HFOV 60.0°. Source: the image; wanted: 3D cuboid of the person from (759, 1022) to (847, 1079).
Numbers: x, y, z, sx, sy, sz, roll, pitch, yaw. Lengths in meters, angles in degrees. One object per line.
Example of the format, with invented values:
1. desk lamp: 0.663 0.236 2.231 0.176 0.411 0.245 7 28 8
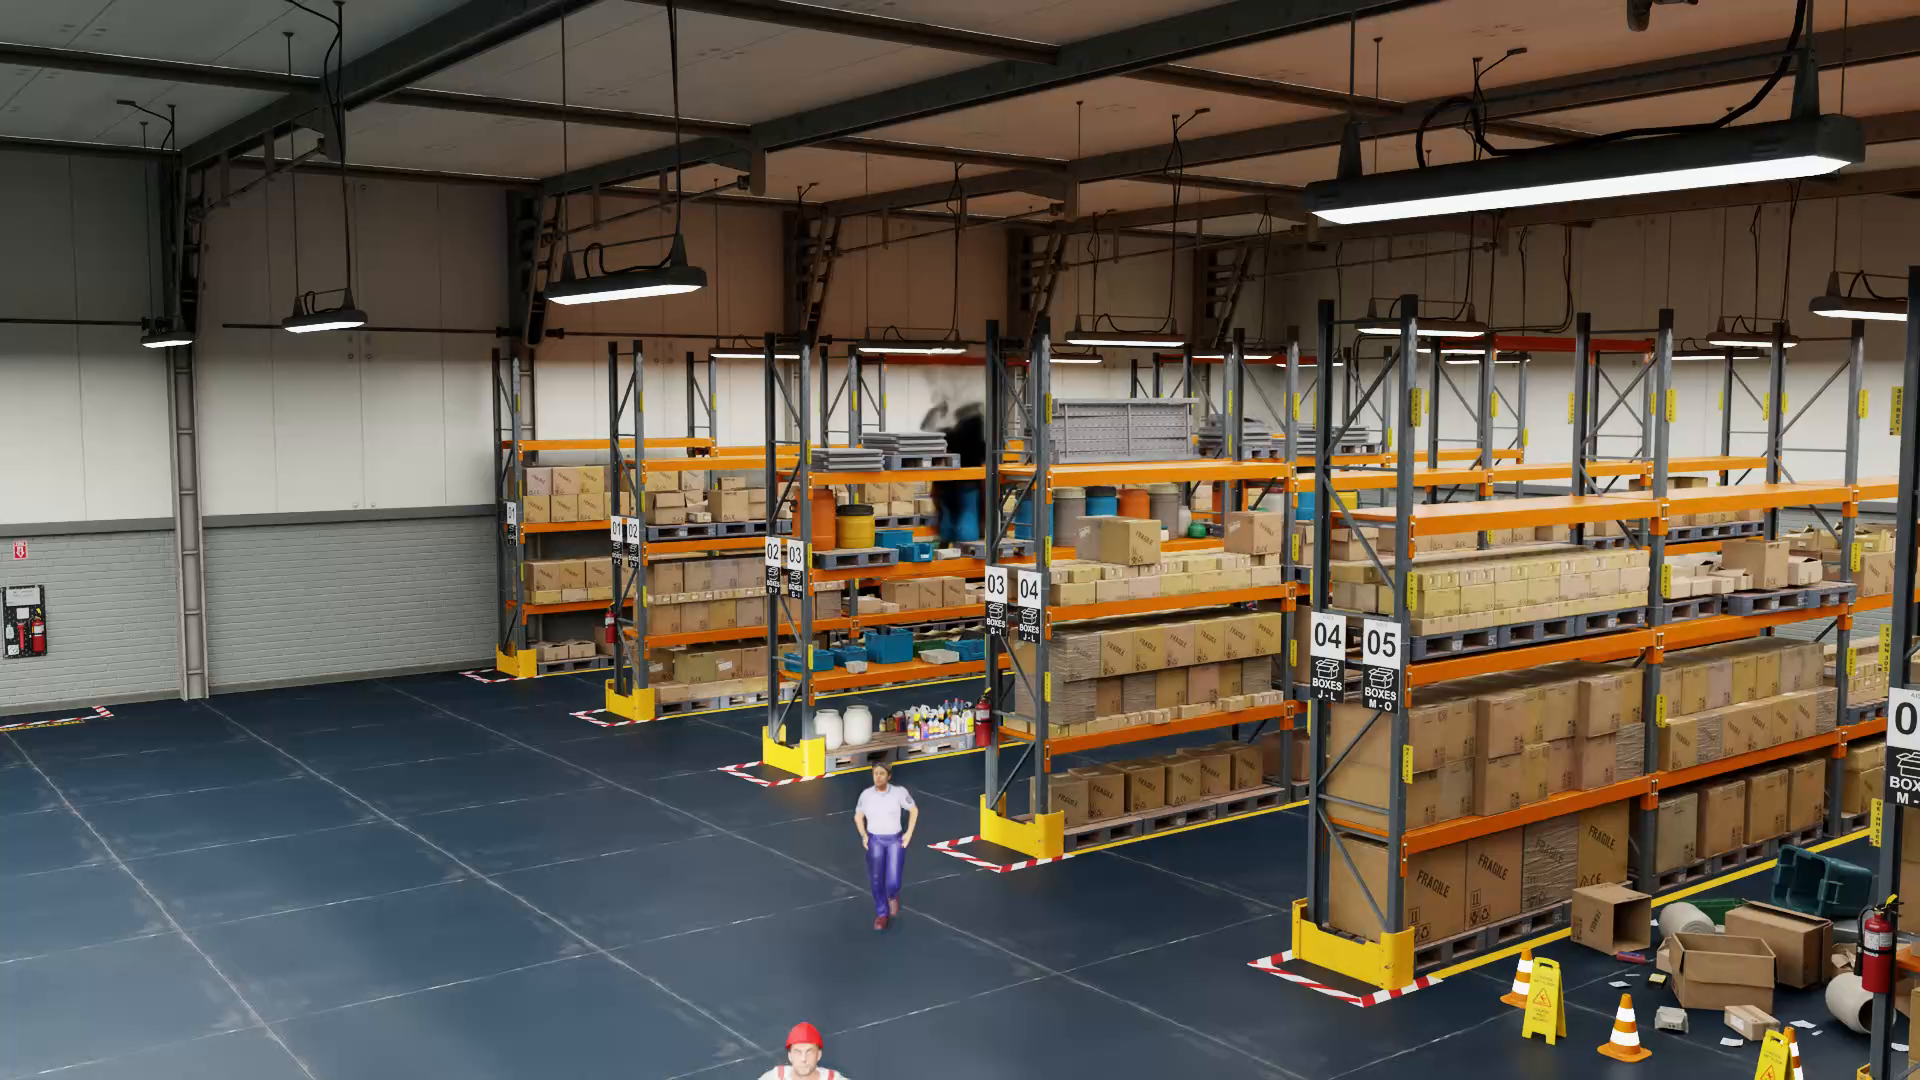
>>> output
1. person: -0.861 3.504 9.166 0.608 1.719 0.590 0 5 -4

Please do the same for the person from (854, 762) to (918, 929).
1. person: -0.731 2.965 16.107 0.611 1.603 0.497 1 5 6
